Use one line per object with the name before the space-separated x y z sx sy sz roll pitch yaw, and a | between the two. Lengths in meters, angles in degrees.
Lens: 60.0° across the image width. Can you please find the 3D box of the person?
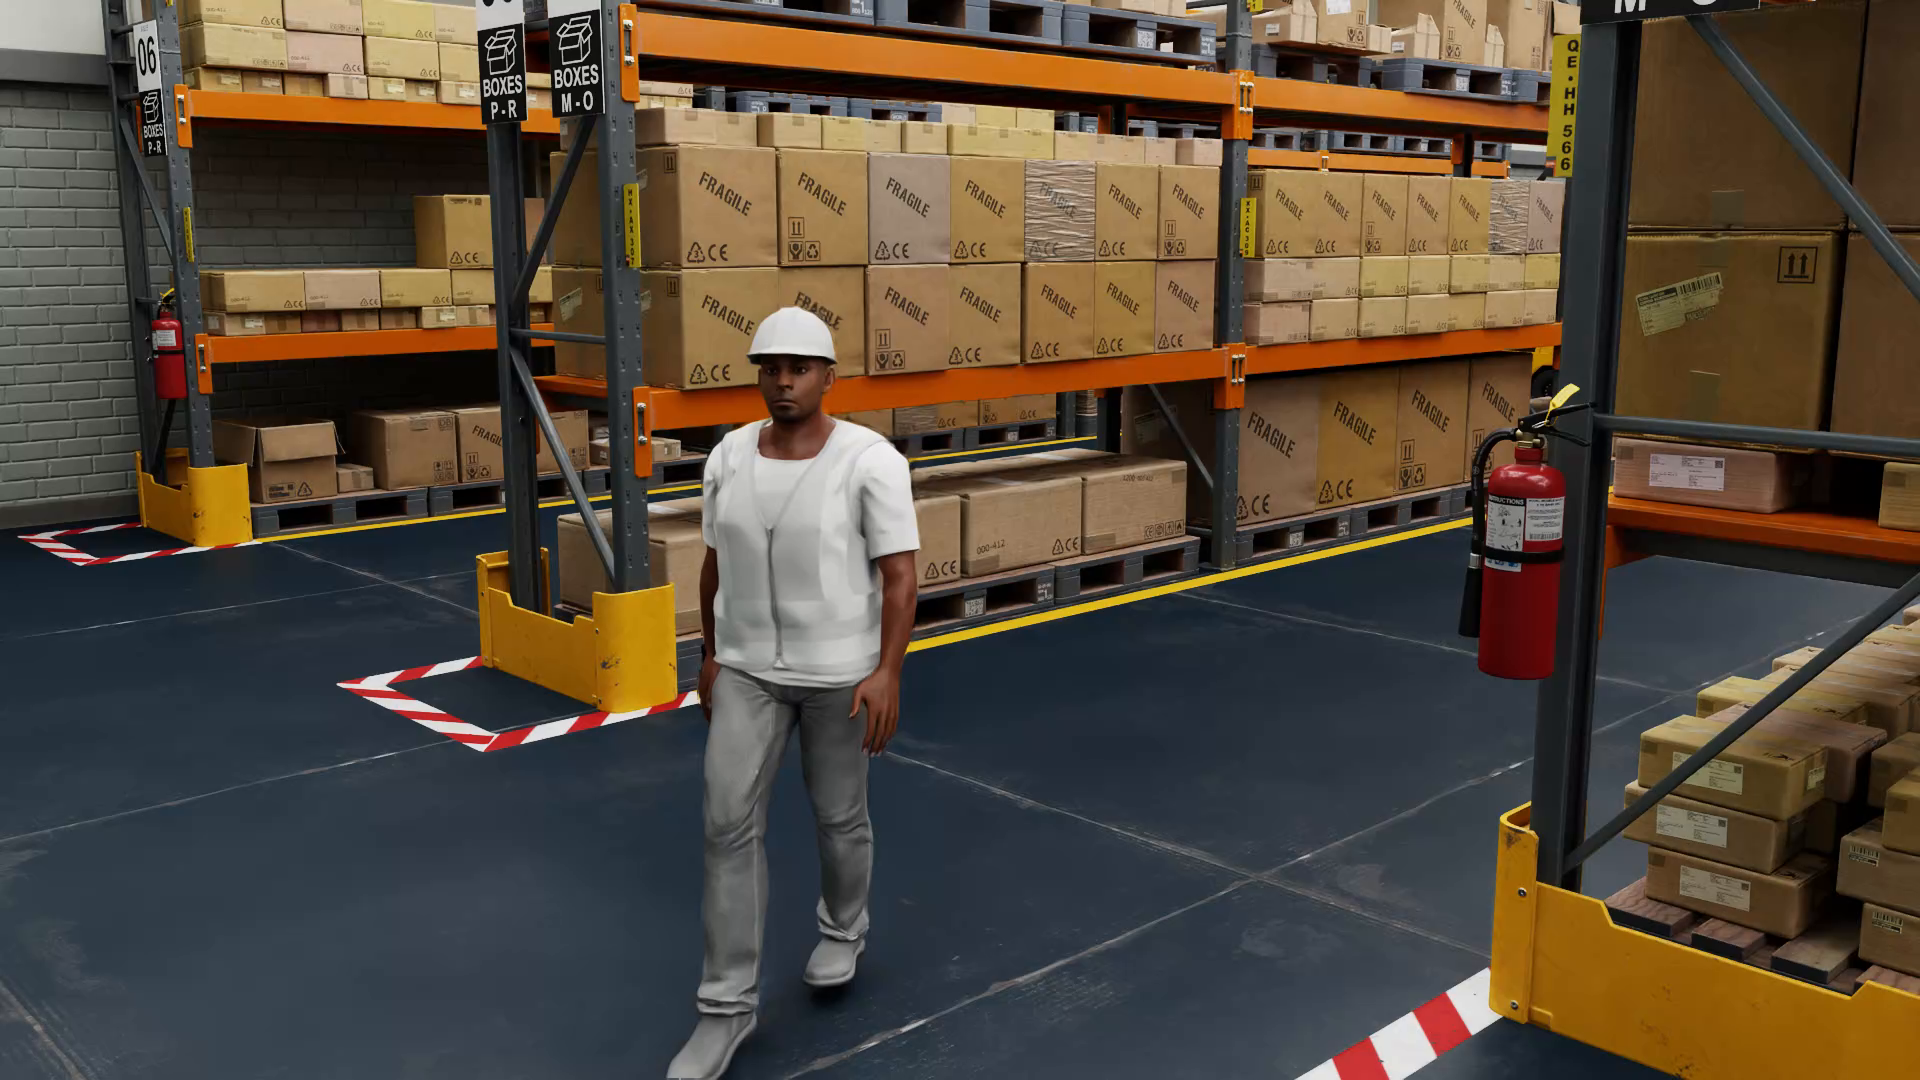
person | -0.410 0.346 4.005 0.614 1.790 0.794 2 11 13
